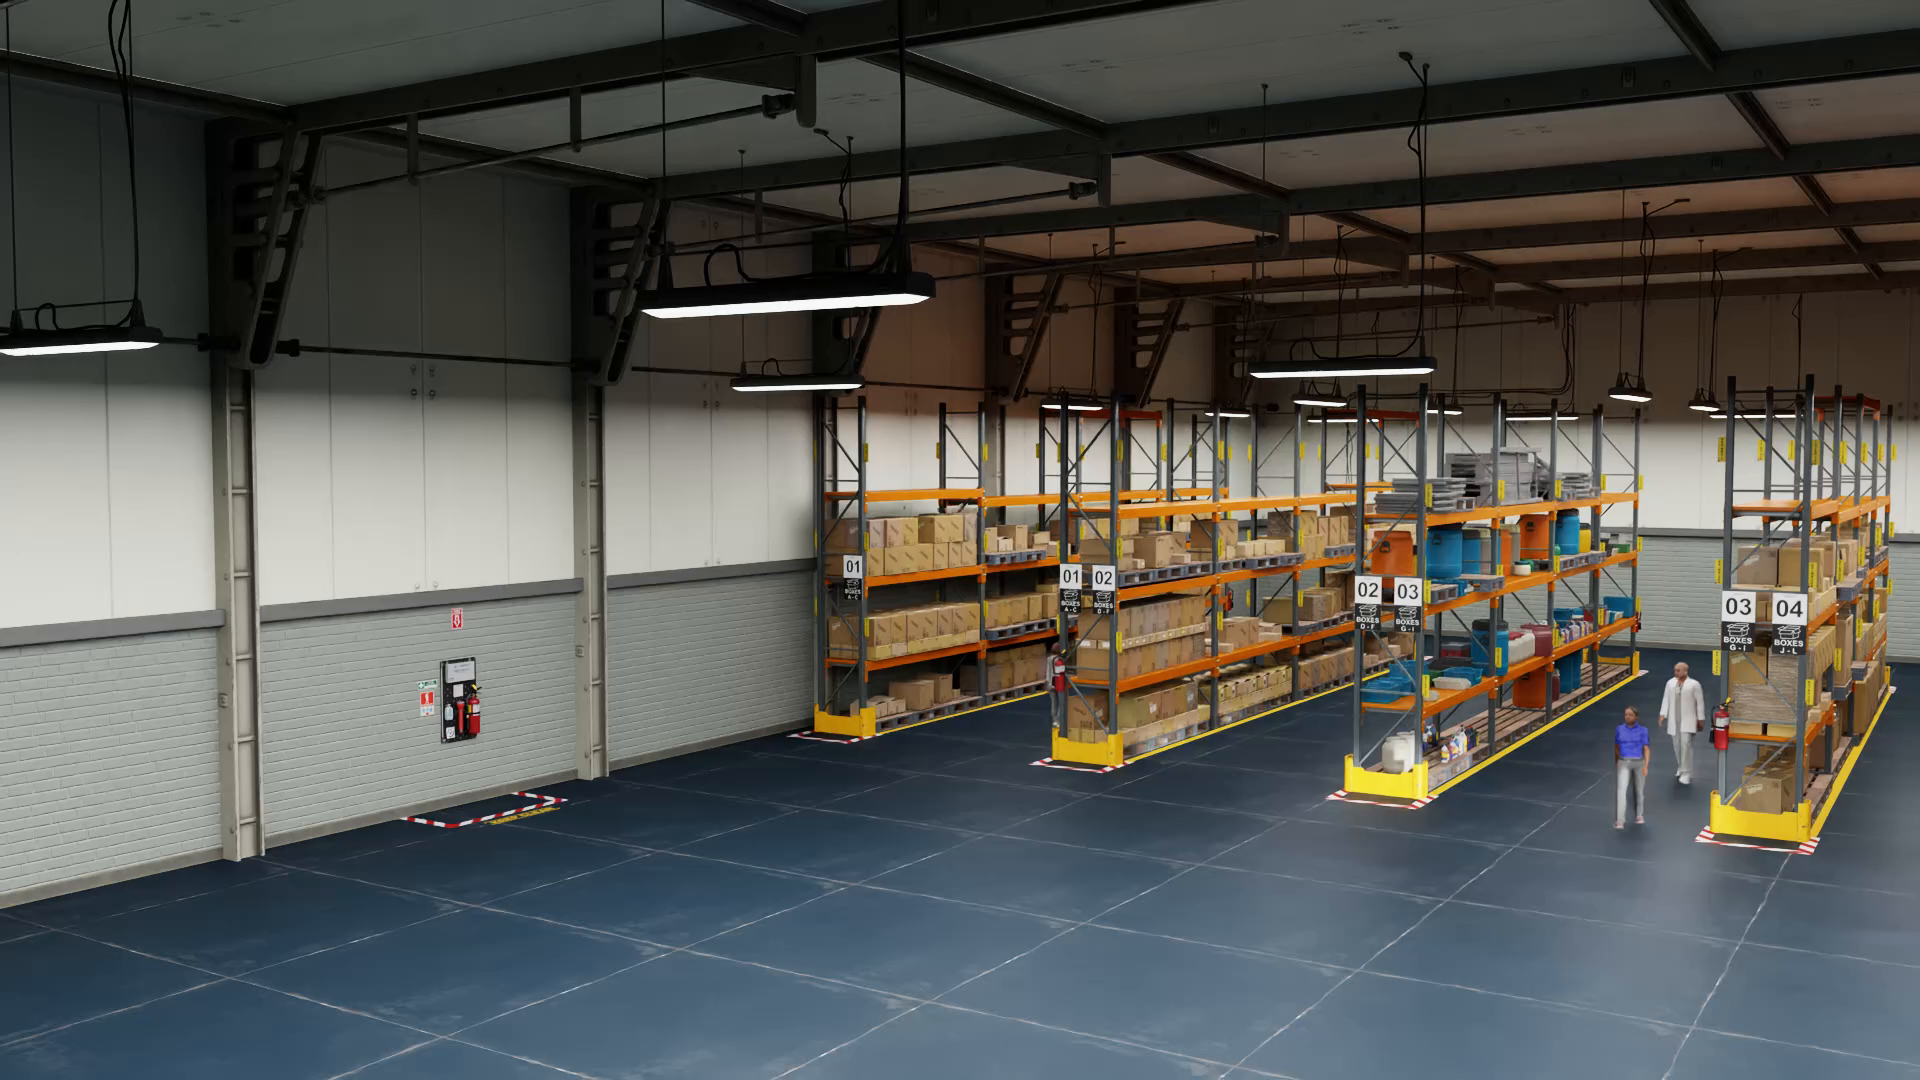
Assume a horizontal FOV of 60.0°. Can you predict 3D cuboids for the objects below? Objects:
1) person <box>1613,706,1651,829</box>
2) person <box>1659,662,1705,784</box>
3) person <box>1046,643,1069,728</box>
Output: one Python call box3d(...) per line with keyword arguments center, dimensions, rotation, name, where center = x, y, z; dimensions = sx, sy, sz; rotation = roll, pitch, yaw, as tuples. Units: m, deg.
box3d(center=(8.921, 3.016, 22.097), dimensions=(0.473, 1.602, 0.990), rotation=(2, 3, 28), name="person")
box3d(center=(11.024, 2.775, 25.508), dimensions=(0.767, 1.779, 0.631), rotation=(-2, 4, -38), name="person")
box3d(center=(1.738, 2.642, 29.829), dimensions=(0.472, 1.597, 0.440), rotation=(2, 4, 34), name="person")
